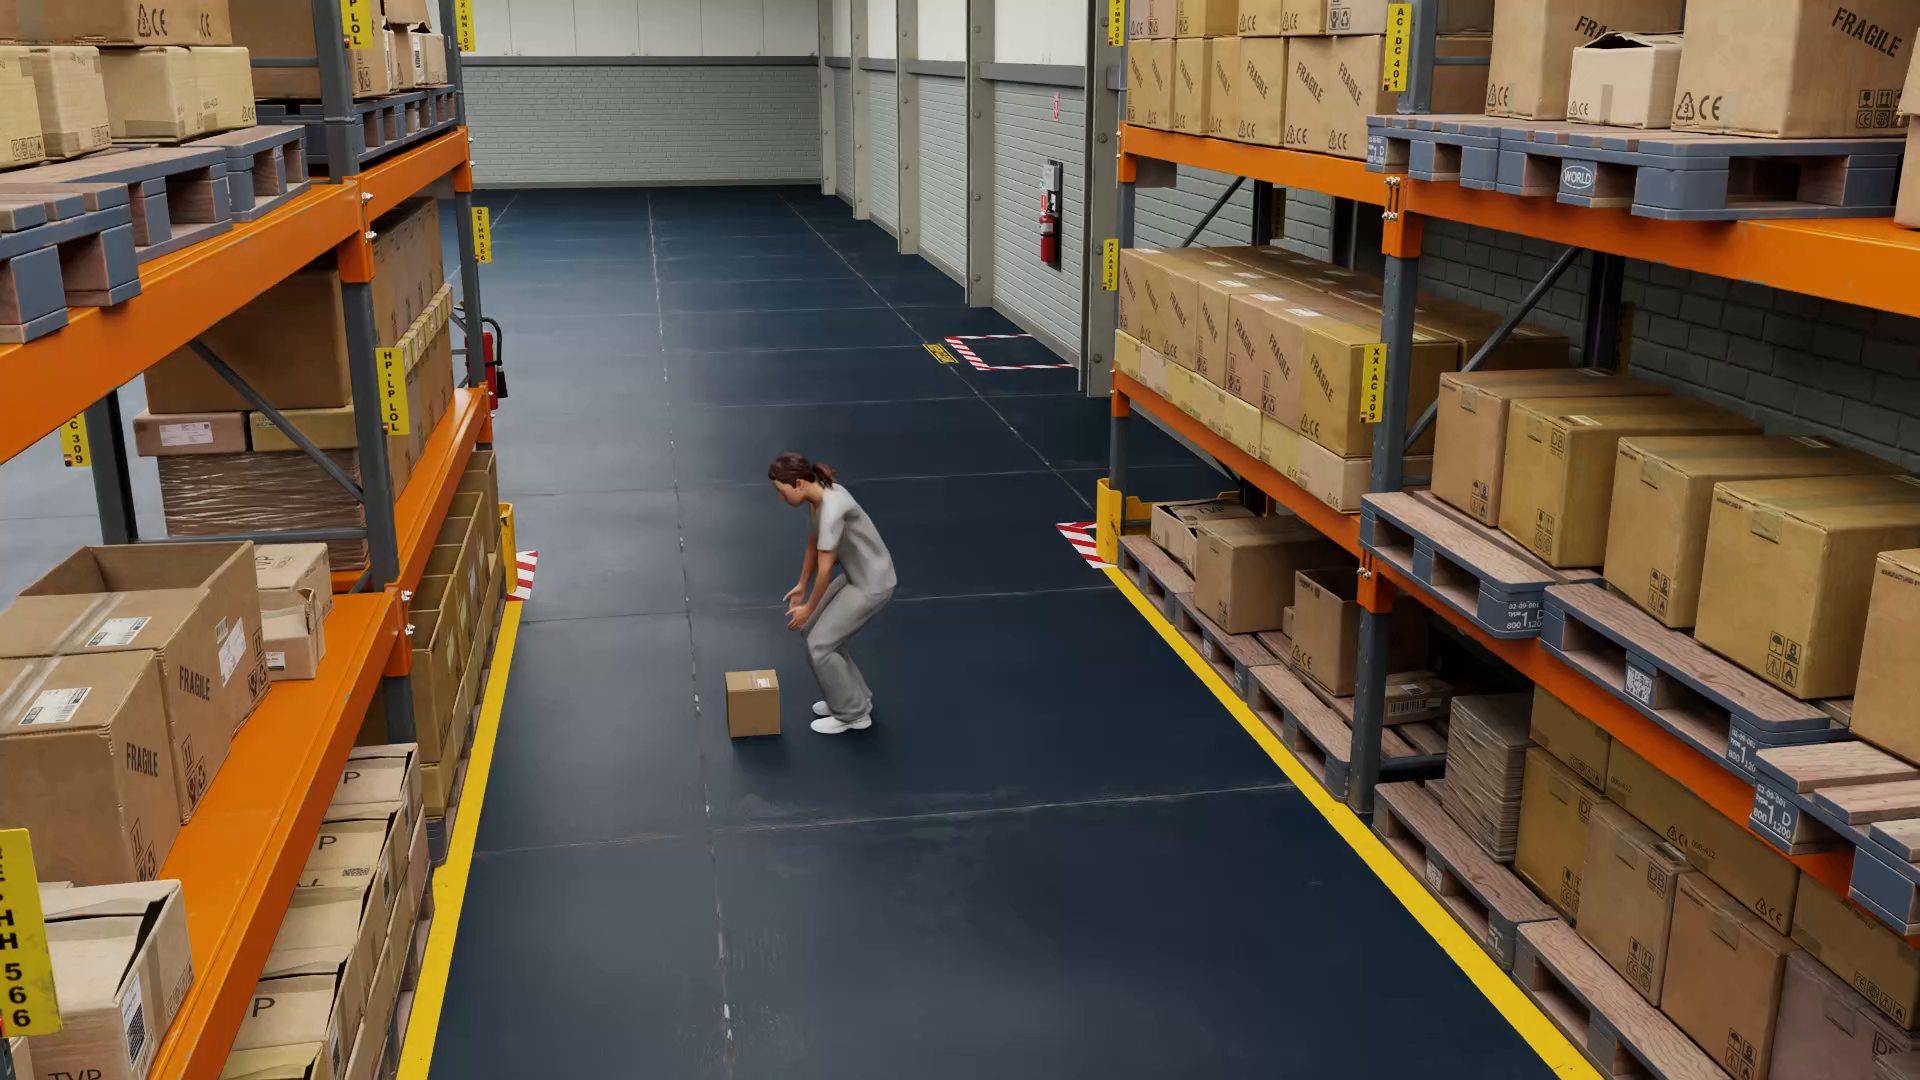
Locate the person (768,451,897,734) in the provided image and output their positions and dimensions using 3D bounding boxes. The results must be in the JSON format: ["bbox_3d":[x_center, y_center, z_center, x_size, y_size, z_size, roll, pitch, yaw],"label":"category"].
[{"bbox_3d":[-0.615,0.257,8.175,0.616,1.395,0.490,-3,17,-10],"label":"person"}]
